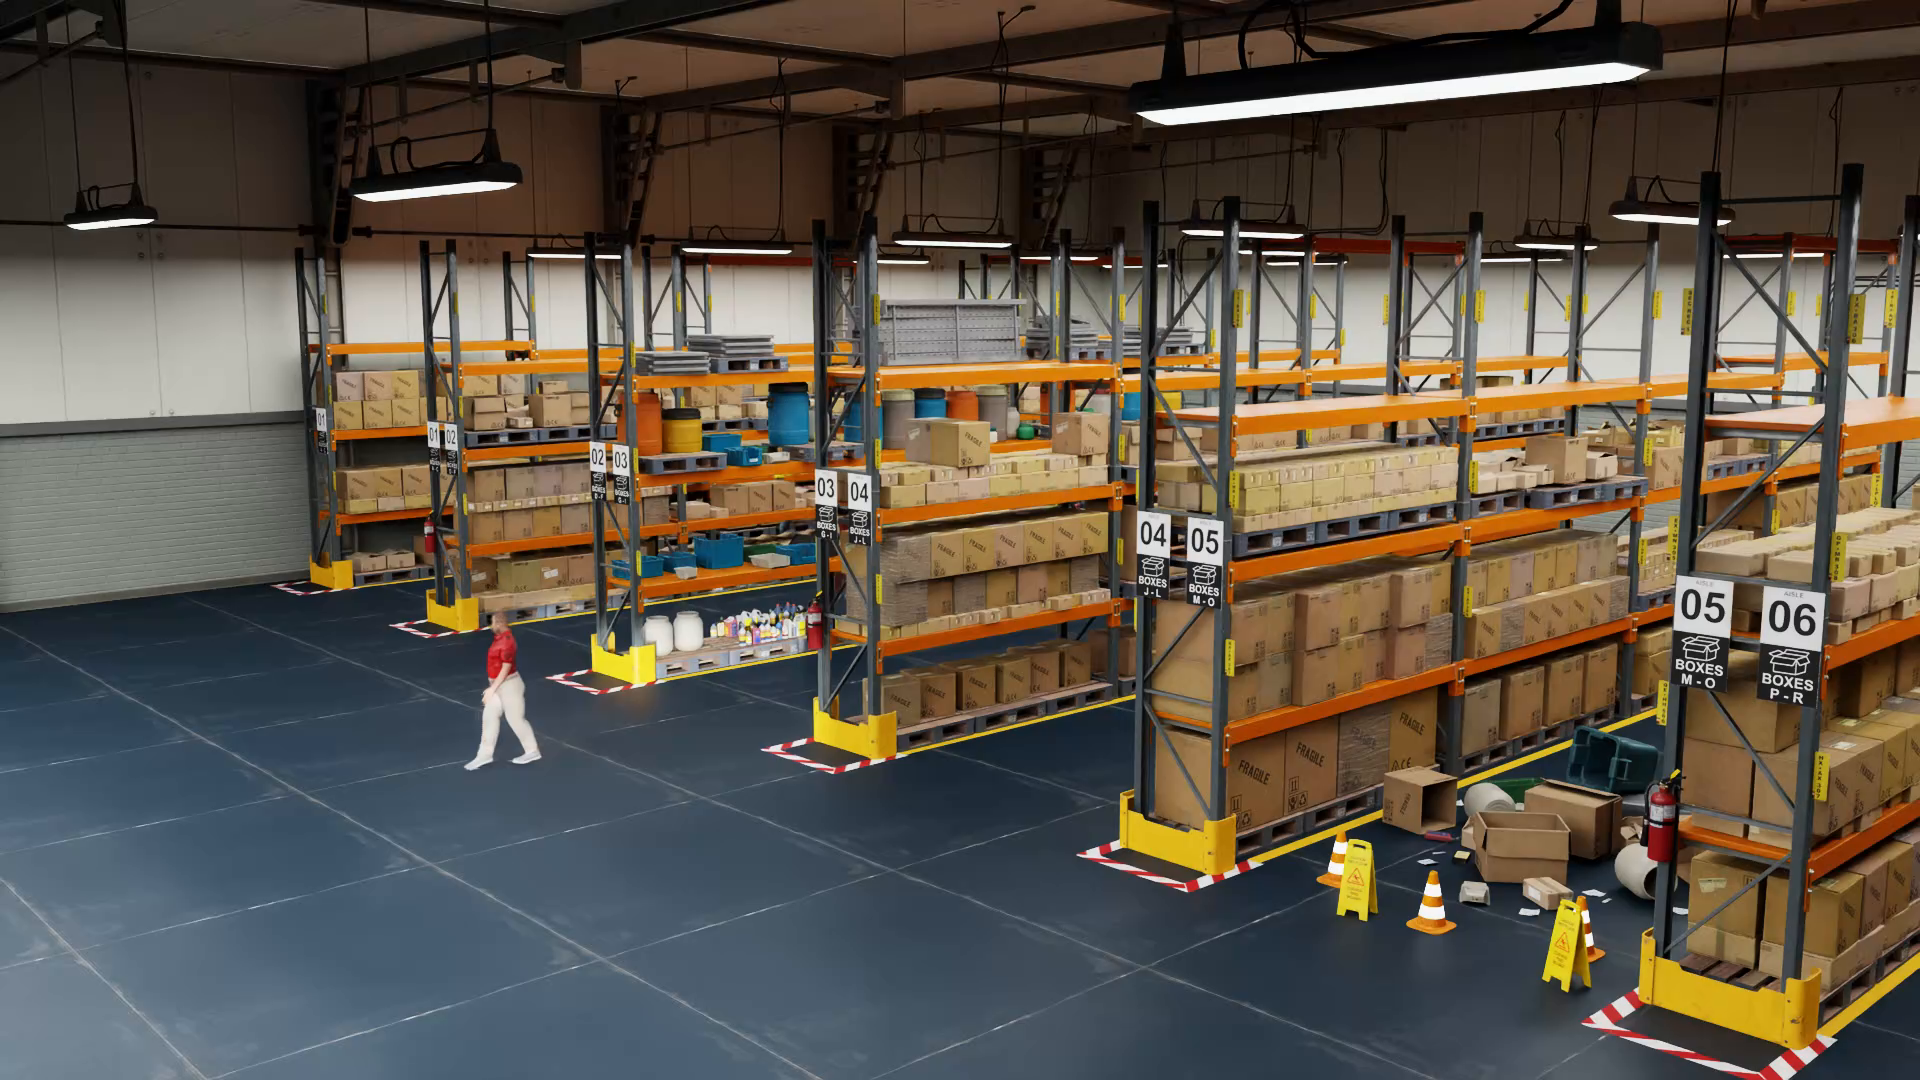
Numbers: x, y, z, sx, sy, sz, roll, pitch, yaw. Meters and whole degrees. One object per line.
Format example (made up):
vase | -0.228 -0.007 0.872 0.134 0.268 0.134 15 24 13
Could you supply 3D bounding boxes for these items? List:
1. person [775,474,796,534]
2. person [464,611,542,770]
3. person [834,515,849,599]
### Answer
person | -3.494 -0.564 33.498 0.631 1.673 0.671 -6 10 -37
person | -5.075 1.653 18.319 0.816 1.742 0.561 -5 10 -30
person | -1.842 0.221 26.951 0.524 1.591 0.754 7 11 41
